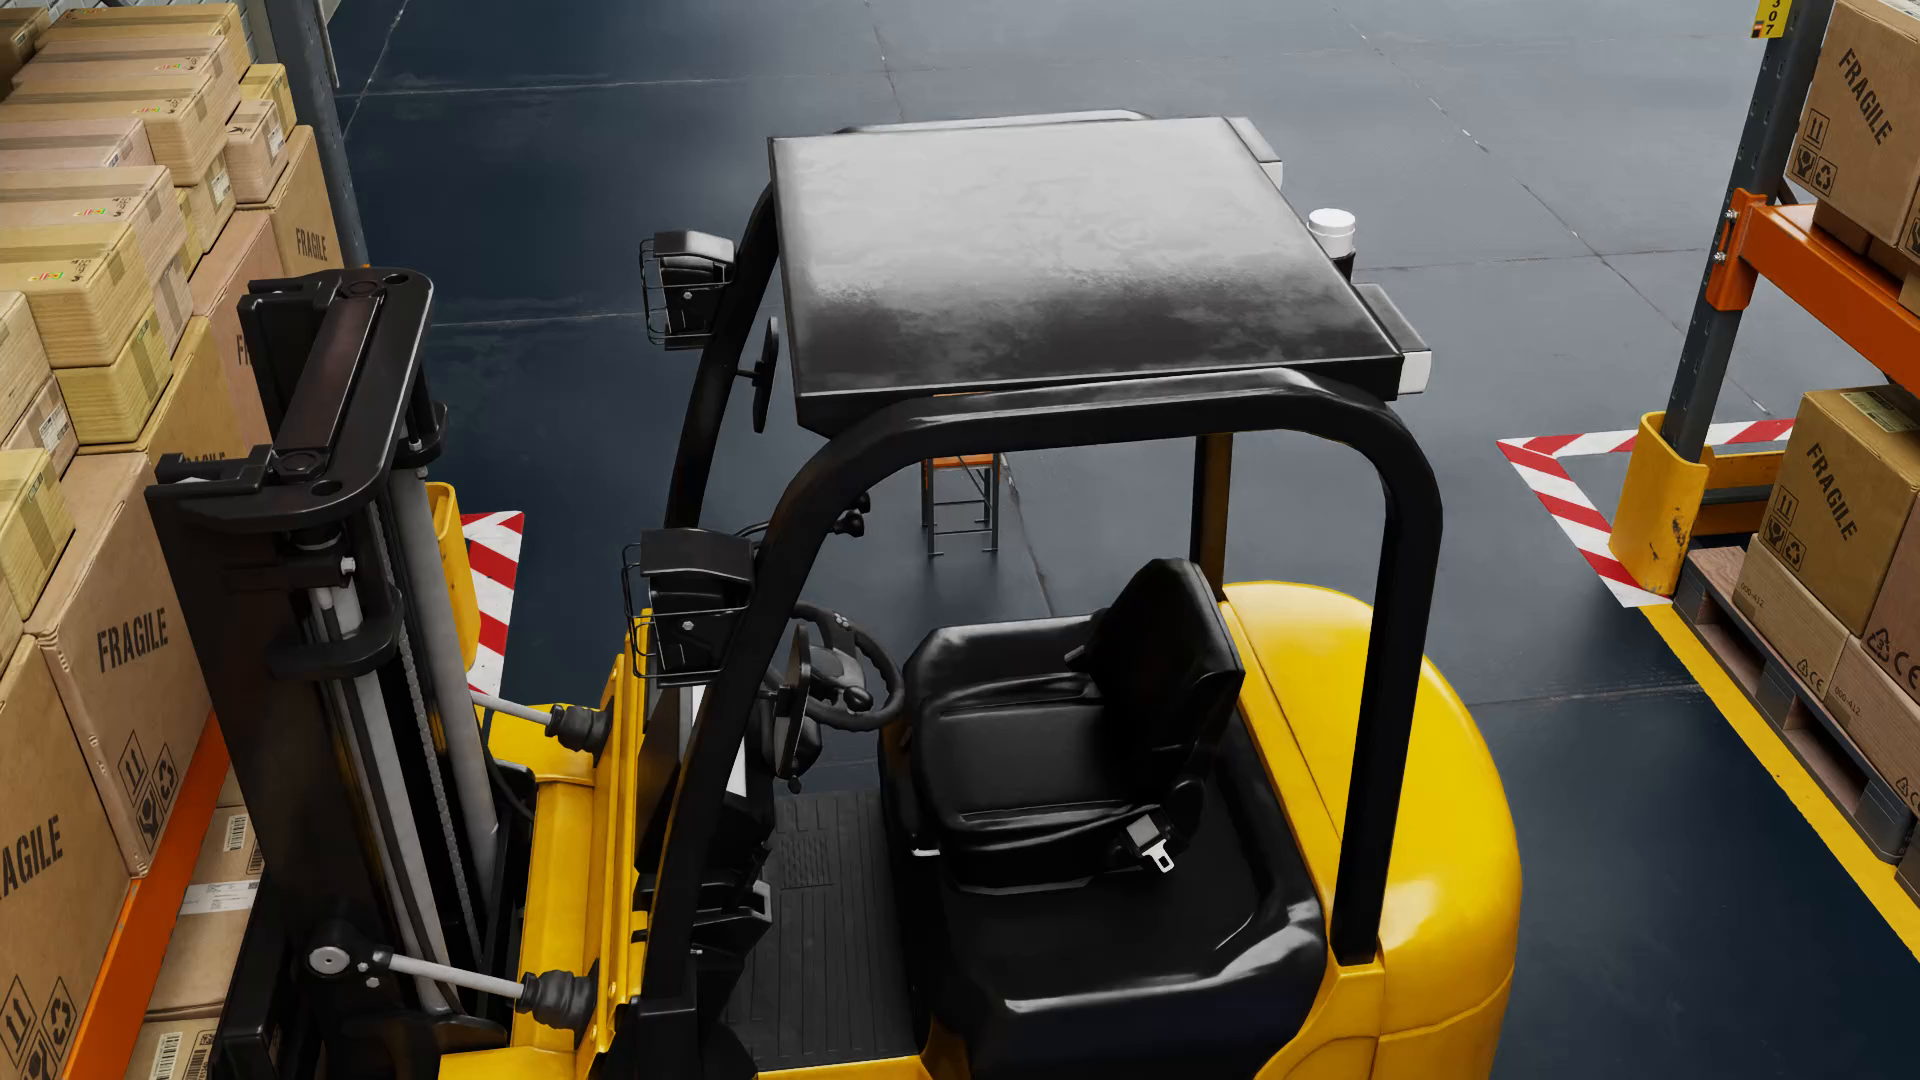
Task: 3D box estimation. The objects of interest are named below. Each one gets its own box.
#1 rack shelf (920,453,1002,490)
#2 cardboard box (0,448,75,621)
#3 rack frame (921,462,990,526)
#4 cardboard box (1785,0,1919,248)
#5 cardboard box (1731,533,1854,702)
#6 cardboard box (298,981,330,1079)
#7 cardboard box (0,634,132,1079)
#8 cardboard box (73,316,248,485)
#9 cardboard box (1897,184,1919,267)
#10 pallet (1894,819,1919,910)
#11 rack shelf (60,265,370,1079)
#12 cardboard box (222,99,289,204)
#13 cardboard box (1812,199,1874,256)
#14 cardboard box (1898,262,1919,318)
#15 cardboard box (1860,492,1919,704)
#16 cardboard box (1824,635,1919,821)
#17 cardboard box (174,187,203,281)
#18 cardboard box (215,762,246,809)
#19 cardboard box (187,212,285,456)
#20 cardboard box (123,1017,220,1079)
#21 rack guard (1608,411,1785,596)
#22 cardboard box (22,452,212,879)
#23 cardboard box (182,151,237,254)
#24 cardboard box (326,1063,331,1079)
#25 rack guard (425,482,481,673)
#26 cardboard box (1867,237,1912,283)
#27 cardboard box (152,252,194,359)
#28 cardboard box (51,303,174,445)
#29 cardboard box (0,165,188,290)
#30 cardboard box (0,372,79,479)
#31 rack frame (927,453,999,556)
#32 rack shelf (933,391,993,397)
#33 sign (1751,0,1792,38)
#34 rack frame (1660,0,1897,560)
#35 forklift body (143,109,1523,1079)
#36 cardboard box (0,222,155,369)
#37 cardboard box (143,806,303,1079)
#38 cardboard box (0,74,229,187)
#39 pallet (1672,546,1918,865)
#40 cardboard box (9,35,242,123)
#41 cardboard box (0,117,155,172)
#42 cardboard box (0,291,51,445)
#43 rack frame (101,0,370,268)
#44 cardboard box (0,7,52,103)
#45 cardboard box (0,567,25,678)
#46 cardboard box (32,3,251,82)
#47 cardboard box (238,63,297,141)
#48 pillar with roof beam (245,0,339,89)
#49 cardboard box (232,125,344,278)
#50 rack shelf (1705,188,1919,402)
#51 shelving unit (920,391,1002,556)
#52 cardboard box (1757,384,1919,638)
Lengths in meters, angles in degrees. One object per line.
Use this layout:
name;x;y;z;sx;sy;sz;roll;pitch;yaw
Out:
rack shelf;-0.002;-0.269;5.584;0.258;0.103;0.180;-4;35;-6
cardboard box;-1.539;0.005;2.415;0.380;0.149;0.250;-5;35;-7
rack frame;-0.014;-0.555;5.499;0.240;1.200;0.006;-4;35;-6
cardboard box;2.601;-1.113;4.366;0.500;0.500;0.500;-5;35;-7
cardboard box;2.646;0.200;4.862;0.500;0.250;0.500;-5;35;-7
cardboard box;-1.520;0.995;3.251;0.500;0.250;0.500;-4;35;-7
cardboard box;-1.525;0.496;2.270;0.500;0.500;0.500;-5;35;-7
cardboard box;-1.650;-0.066;3.095;0.500;0.500;0.500;-5;35;-7
cardboard box;2.674;-0.824;3.943;0.500;0.500;0.500;-3;34;-5
pallet;3.057;1.096;3.954;1.003;0.211;1.213;-4;35;-6
rack shelf;-1.837;0.557;2.907;1.077;0.370;4.000;-4;35;-6
cardboard box;-1.718;-0.853;3.673;0.380;0.149;0.250;-4;34;-6
cardboard box;2.653;-0.925;4.667;0.380;0.149;0.250;-4;35;-6
cardboard box;2.656;-0.631;4.235;0.380;0.149;0.250;-5;35;-8
cardboard box;2.725;0.195;4.204;0.500;0.500;0.500;-6;35;-8
cardboard box;2.708;0.485;4.443;0.500;0.250;0.500;-3;34;-5
cardboard box;-1.722;-0.564;3.249;0.380;0.149;0.250;-5;35;-7
cardboard box;-1.583;0.492;3.545;0.500;0.250;0.500;-4;34;-6
cardboard box;-1.719;-0.352;3.515;0.500;0.500;0.500;-3;34;-5
cardboard box;-1.459;1.069;2.698;0.500;0.250;0.500;-3;34;-5
rack guard;2.822;-0.159;5.539;1.175;0.500;0.348;-4;35;-6
cardboard box;-1.571;0.213;2.685;0.500;0.500;0.500;-4;34;-6
cardboard box;-1.744;-0.703;3.454;0.380;0.149;0.250;-4;34;-5
cardboard box;-1.522;1.191;3.407;0.500;0.250;0.500;-3;34;-5
rack guard;-2.109;0.164;5.066;1.175;0.500;0.348;-4;35;-6
cardboard box;2.701;-0.785;4.461;0.380;0.149;0.250;-4;34;-6
cardboard box;-1.639;-0.419;3.036;0.380;0.149;0.250;-5;35;-8
cardboard box;-1.585;-0.279;2.831;0.380;0.149;0.250;-4;34;-6
cardboard box;-1.618;-0.544;2.955;0.380;0.149;0.250;-4;34;-5
cardboard box;-1.641;-0.133;2.617;0.380;0.149;0.250;-5;35;-7
rack frame;0.010;-0.453;5.349;0.240;1.200;0.006;-4;35;-6
rack shelf;-0.002;-0.467;5.449;0.258;0.103;0.180;-4;35;-6
sign;2.274;-1.551;4.593;0.100;0.325;0.005;-4;35;-6
rack frame;2.812;-1.234;4.897;1.000;3.000;0.127;-4;35;-6
forklift body;-0.043;0.415;3.231;2.313;2.155;1.214;-4;35;-6
cardboard box;-1.578;-0.400;2.744;0.380;0.149;0.250;-4;34;-5
cardboard box;-1.522;0.776;3.129;0.500;0.250;0.500;-5;35;-7
cardboard box;-1.723;-0.825;3.368;0.380;0.149;0.250;-4;34;-5
pallet;2.896;0.417;4.951;1.003;0.211;1.213;-4;35;-6
cardboard box;-1.785;-0.969;3.579;0.380;0.149;0.250;-4;35;-6
cardboard box;-1.763;-0.681;3.156;0.380;0.149;0.250;-4;34;-6
cardboard box;-1.637;-0.249;2.523;0.380;0.149;0.250;-4;34;-6
rack frame;-2.106;-0.856;4.342;1.000;3.000;0.127;-4;35;-6
cardboard box;-2.273;-1.085;3.749;0.380;0.149;0.250;-5;35;-7
cardboard box;-1.494;0.153;2.198;0.380;0.149;0.250;-5;35;-8
cardboard box;-1.849;-1.104;3.778;0.380;0.149;0.250;-4;35;-6
cardboard box;-1.782;-0.993;3.879;0.380;0.149;0.250;-4;34;-6
pillar with roof beam;0.553;-6.552;7.374;9.100;9.000;0.400;-4;35;-6
cardboard box;-1.780;-0.643;3.940;0.500;0.500;0.500;-5;35;-7
rack shelf;3.081;0.179;3.462;1.077;0.370;4.000;-4;35;-6
shelving unit;-0.002;-0.504;5.424;0.258;1.200;0.189;-4;35;-6
cardboard box;2.650;-0.097;4.631;0.500;0.500;0.500;-5;35;-8
